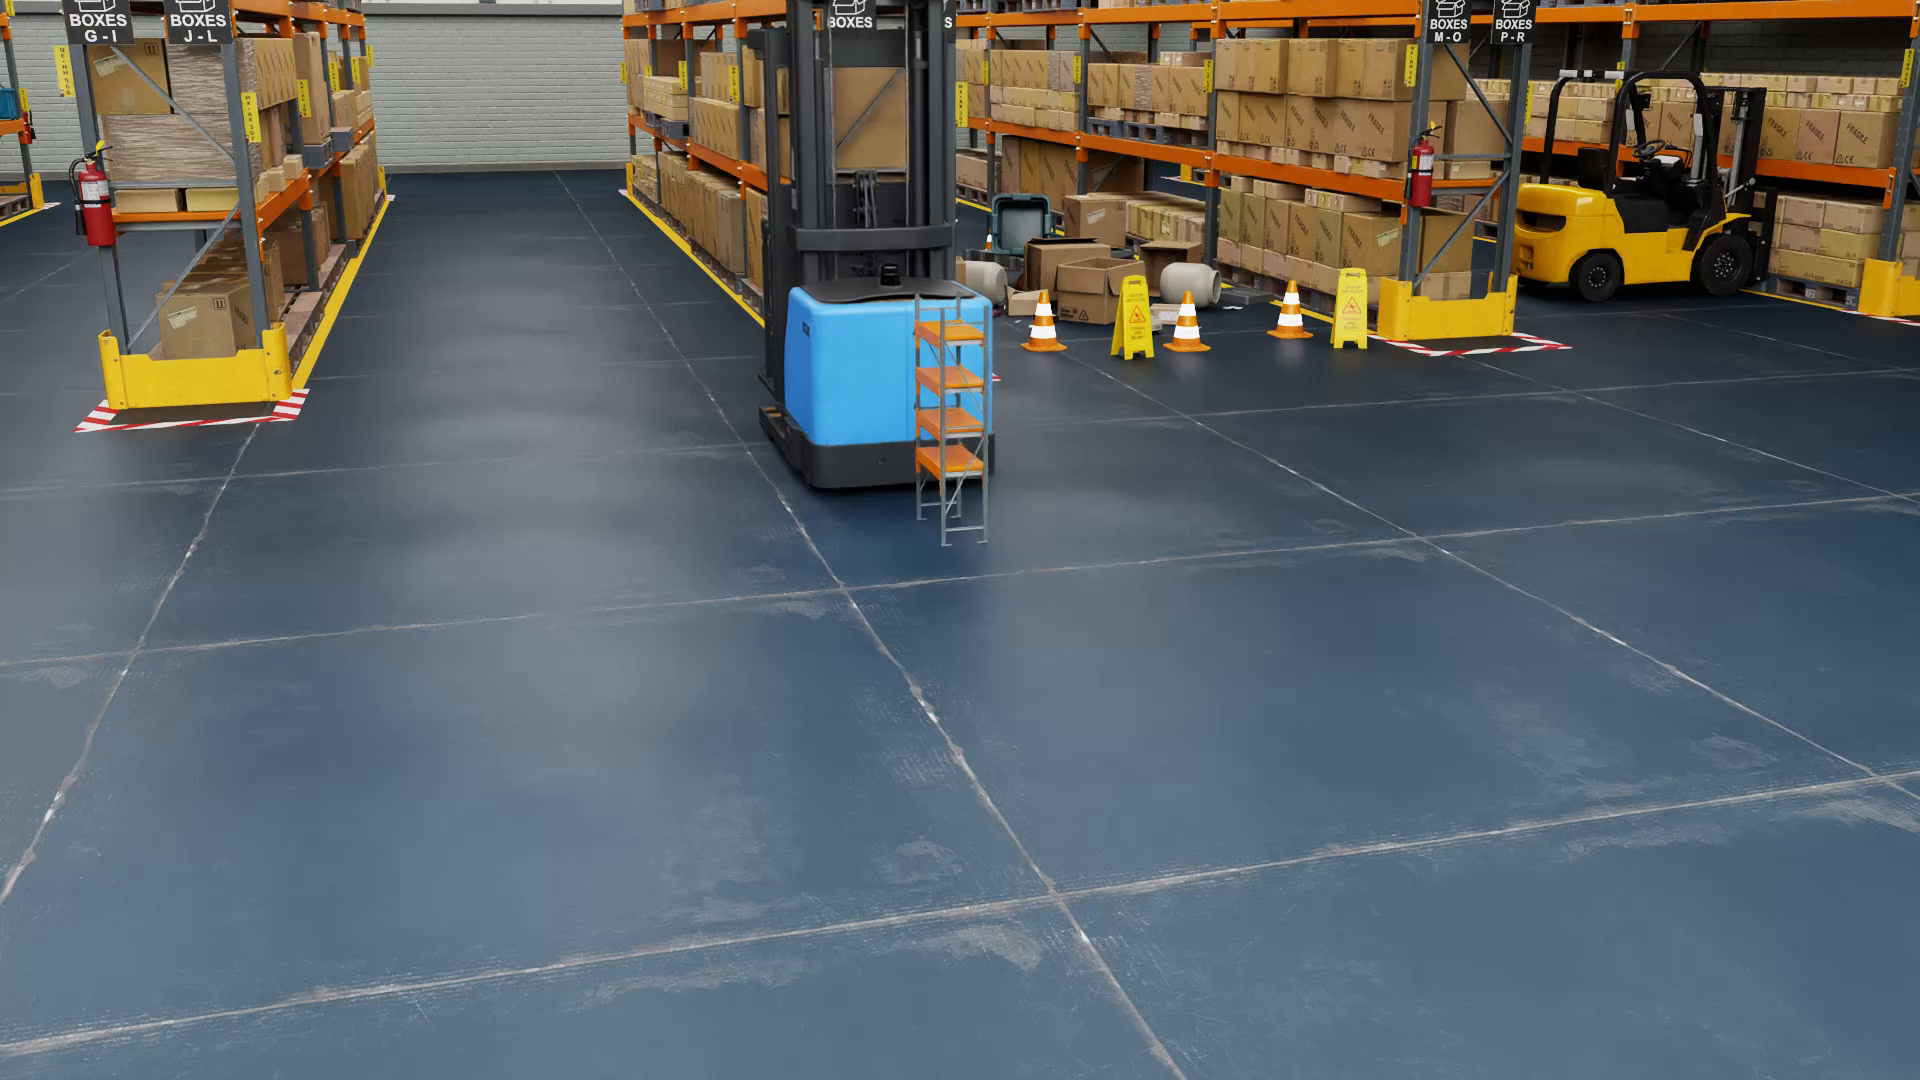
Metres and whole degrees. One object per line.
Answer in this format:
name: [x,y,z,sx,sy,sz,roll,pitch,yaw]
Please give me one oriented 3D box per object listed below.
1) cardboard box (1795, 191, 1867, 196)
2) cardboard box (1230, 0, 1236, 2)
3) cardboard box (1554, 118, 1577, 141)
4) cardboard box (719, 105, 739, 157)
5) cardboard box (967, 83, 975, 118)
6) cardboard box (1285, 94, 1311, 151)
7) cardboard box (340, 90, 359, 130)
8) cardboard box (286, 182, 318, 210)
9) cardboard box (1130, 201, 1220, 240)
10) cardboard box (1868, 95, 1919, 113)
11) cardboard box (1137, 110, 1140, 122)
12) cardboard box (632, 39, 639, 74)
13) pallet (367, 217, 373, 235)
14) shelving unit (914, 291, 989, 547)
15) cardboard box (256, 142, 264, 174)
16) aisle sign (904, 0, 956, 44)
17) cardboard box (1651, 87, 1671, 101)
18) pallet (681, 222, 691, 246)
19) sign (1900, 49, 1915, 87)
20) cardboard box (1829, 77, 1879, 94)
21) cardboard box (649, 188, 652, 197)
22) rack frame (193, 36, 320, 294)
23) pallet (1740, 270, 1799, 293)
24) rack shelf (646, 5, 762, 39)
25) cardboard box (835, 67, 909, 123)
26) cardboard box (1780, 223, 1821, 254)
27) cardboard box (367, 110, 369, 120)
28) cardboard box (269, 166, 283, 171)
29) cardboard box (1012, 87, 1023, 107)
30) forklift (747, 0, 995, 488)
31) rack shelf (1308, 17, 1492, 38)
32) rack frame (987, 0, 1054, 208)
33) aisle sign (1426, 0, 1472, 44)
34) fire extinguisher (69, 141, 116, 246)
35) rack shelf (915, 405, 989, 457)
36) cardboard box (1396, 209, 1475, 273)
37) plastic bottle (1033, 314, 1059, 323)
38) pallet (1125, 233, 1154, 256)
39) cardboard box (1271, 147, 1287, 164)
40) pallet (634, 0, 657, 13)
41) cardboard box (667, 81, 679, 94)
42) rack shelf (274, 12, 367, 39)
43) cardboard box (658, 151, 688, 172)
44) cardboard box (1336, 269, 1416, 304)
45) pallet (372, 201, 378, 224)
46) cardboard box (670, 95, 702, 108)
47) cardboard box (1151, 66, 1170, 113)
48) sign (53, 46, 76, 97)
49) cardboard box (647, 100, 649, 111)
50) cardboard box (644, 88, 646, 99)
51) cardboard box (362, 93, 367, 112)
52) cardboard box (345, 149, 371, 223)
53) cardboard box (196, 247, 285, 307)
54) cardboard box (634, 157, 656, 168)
cardboard box: [8.757,-3.369,16.764,0.500,0.250,0.500,-5,17,-16]
cardboard box: [2.953,-5.503,16.781,0.380,0.149,0.250,-5,17,-16]
cardboard box: [7.342,-4.873,19.720,0.500,0.250,0.500,-5,17,-16]
cardboard box: [-2.167,-4.185,16.997,0.500,0.500,0.500,-5,17,-16]
cardboard box: [0.386,-6.804,25.716,0.500,0.500,0.500,-5,17,-17]
cardboard box: [3.401,-3.925,15.614,0.500,0.500,0.500,-4,17,-15]
cardboard box: [-8.232,-5.663,21.917,0.500,0.500,0.500,-5,17,-15]
cardboard box: [-7.155,-3.660,17.700,0.500,0.250,0.500,-3,17,-9]
cardboard box: [2.564,-3.772,19.633,0.950,0.372,0.625,-4,17,-13]
cardboard box: [8.610,-4.013,15.296,0.380,0.149,0.250,-4,17,-14]
cardboard box: [2.304,-5.003,19.599,0.380,0.149,0.250,-4,17,-13]
cardboard box: [-4.647,-7.292,25.086,0.500,0.500,0.500,-5,18,-17]
pallet: [-8.338,-4.180,22.001,1.003,0.211,1.213,-5,17,-15]
shelving unit: [-0.045,-0.620,8.432,0.258,1.200,0.503,-5,17,-15]
cardboard box: [-5.798,-3.019,12.597,0.875,0.500,0.500,-5,17,-15]
aisle sign: [-0.220,-4.017,12.092,0.394,0.787,0.004,-5,17,-15]
cardboard box: [7.783,-4.865,18.133,0.380,0.149,0.250,-4,17,-14]
pallet: [-2.940,-3.861,20.940,1.003,0.211,1.213,-5,17,-15]
sign: [8.450,-4.210,14.827,0.100,0.325,0.005,-5,17,-15]
cardboard box: [8.478,-4.300,15.735,0.380,0.149,0.250,-4,17,-14]
cardboard box: [-4.387,-5.151,24.611,0.380,0.149,0.250,-5,18,-17]
rack frame: [-6.424,-3.510,14.923,1.000,3.000,0.127,-5,17,-15]
pallet: [8.393,-2.790,17.374,1.003,0.211,1.213,-5,17,-15]
rack shelf: [-3.276,-6.626,21.333,1.077,0.370,4.000,-5,17,-15]
cardboard box: [-0.593,-3.463,12.627,0.875,0.550,0.550,-5,17,-15]
cardboard box: [8.413,-2.954,16.252,0.500,0.250,0.500,-5,17,-16]
cardboard box: [-8.954,-6.283,24.590,0.380,0.149,0.250,-5,17,-15]
cardboard box: [-5.684,-2.937,13.454,0.380,0.149,0.250,-5,17,-15]
cardboard box: [1.039,-6.246,23.424,0.500,0.250,0.500,-4,17,-15]
forklift: [-0.677,-2.070,10.249,1.130,2.935,3.031,-4,17,-14]
rack shelf: [6.227,-7.439,24.039,1.077,0.370,4.000,-5,17,-15]
rack frame: [0.906,-6.506,24.898,1.000,3.000,0.127,-5,17,-15]
aisle sign: [3.942,-4.392,13.341,0.394,0.787,0.004,-5,17,-15]
fire extinguisher: [-5.737,-2.299,11.024,0.296,0.674,0.183,-5,17,-15]
rack shelf: [-0.045,-0.556,8.451,0.258,0.148,0.480,-5,17,-15]
cardboard box: [4.241,-2.682,14.913,0.500,0.500,0.500,-5,18,-17]
plastic bottle: [0.758,-2.015,15.054,0.133,0.061,0.283,-12,20,-34]
pallet: [2.550,-3.511,19.775,1.003,0.211,1.213,-5,17,-15]
cardboard box: [3.225,-3.706,16.013,0.380,0.149,0.250,-5,17,-15]
pallet: [-3.759,-7.255,22.502,1.213,0.211,1.003,-5,17,-15]
cardboard box: [-3.369,-5.515,20.272,0.380,0.149,0.250,-5,17,-16]
rack shelf: [-9.172,-7.368,23.804,1.077,0.370,4.000,-5,17,-15]
cardboard box: [-3.877,-5.225,22.944,0.500,0.250,0.500,-5,18,-18]
cardboard box: [3.716,-2.280,14.879,0.500,0.250,0.500,-5,17,-16]
pallet: [-8.756,-4.604,23.412,1.003,0.211,1.213,-5,17,-15]
cardboard box: [-3.300,-5.305,20.087,0.380,0.149,0.250,-4,17,-14]
cardboard box: [2.483,-5.075,18.712,0.500,0.500,0.500,-4,17,-13]
sign: [-5.864,-3.071,10.900,0.100,0.325,0.005,-5,17,-15]
cardboard box: [-4.078,-5.946,22.741,0.380,0.149,0.250,-4,17,-14]
cardboard box: [-4.160,-6.165,22.952,0.380,0.149,0.250,-4,17,-14]
cardboard box: [-8.908,-6.362,24.162,0.500,0.250,0.500,-5,17,-15]
cardboard box: [-8.181,-4.484,21.129,1.225,0.875,0.875,-5,18,-17]
cardboard box: [-6.188,-2.242,14.318,0.500,0.500,0.500,1,17,2]
cardboard box: [-4.970,-5.996,26.390,0.380,0.149,0.250,-5,17,-15]
